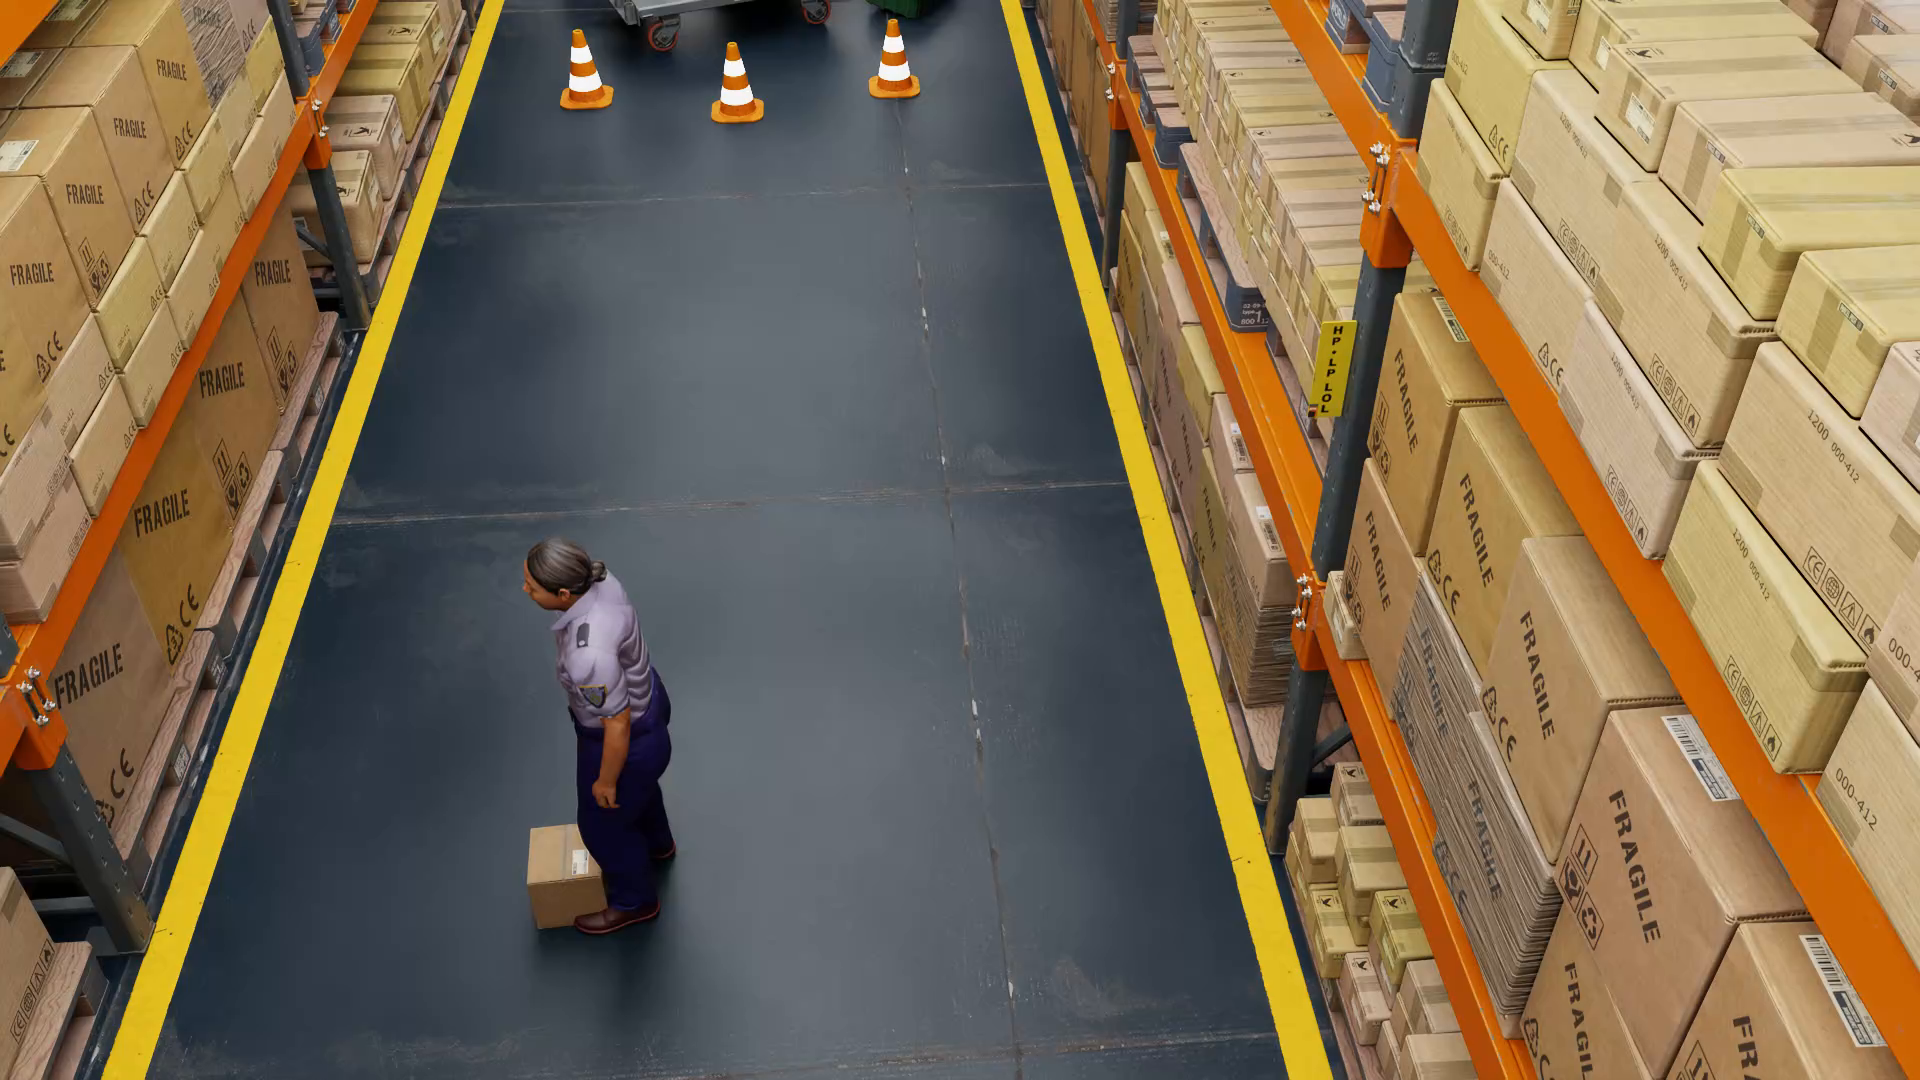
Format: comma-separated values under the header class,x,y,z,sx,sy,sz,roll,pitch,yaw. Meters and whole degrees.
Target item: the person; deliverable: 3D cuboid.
class,x,y,z,sx,sy,sz,roll,pitch,yaw
person,-1.156,0.622,5.415,0.426,1.636,0.562,-5,40,-7
